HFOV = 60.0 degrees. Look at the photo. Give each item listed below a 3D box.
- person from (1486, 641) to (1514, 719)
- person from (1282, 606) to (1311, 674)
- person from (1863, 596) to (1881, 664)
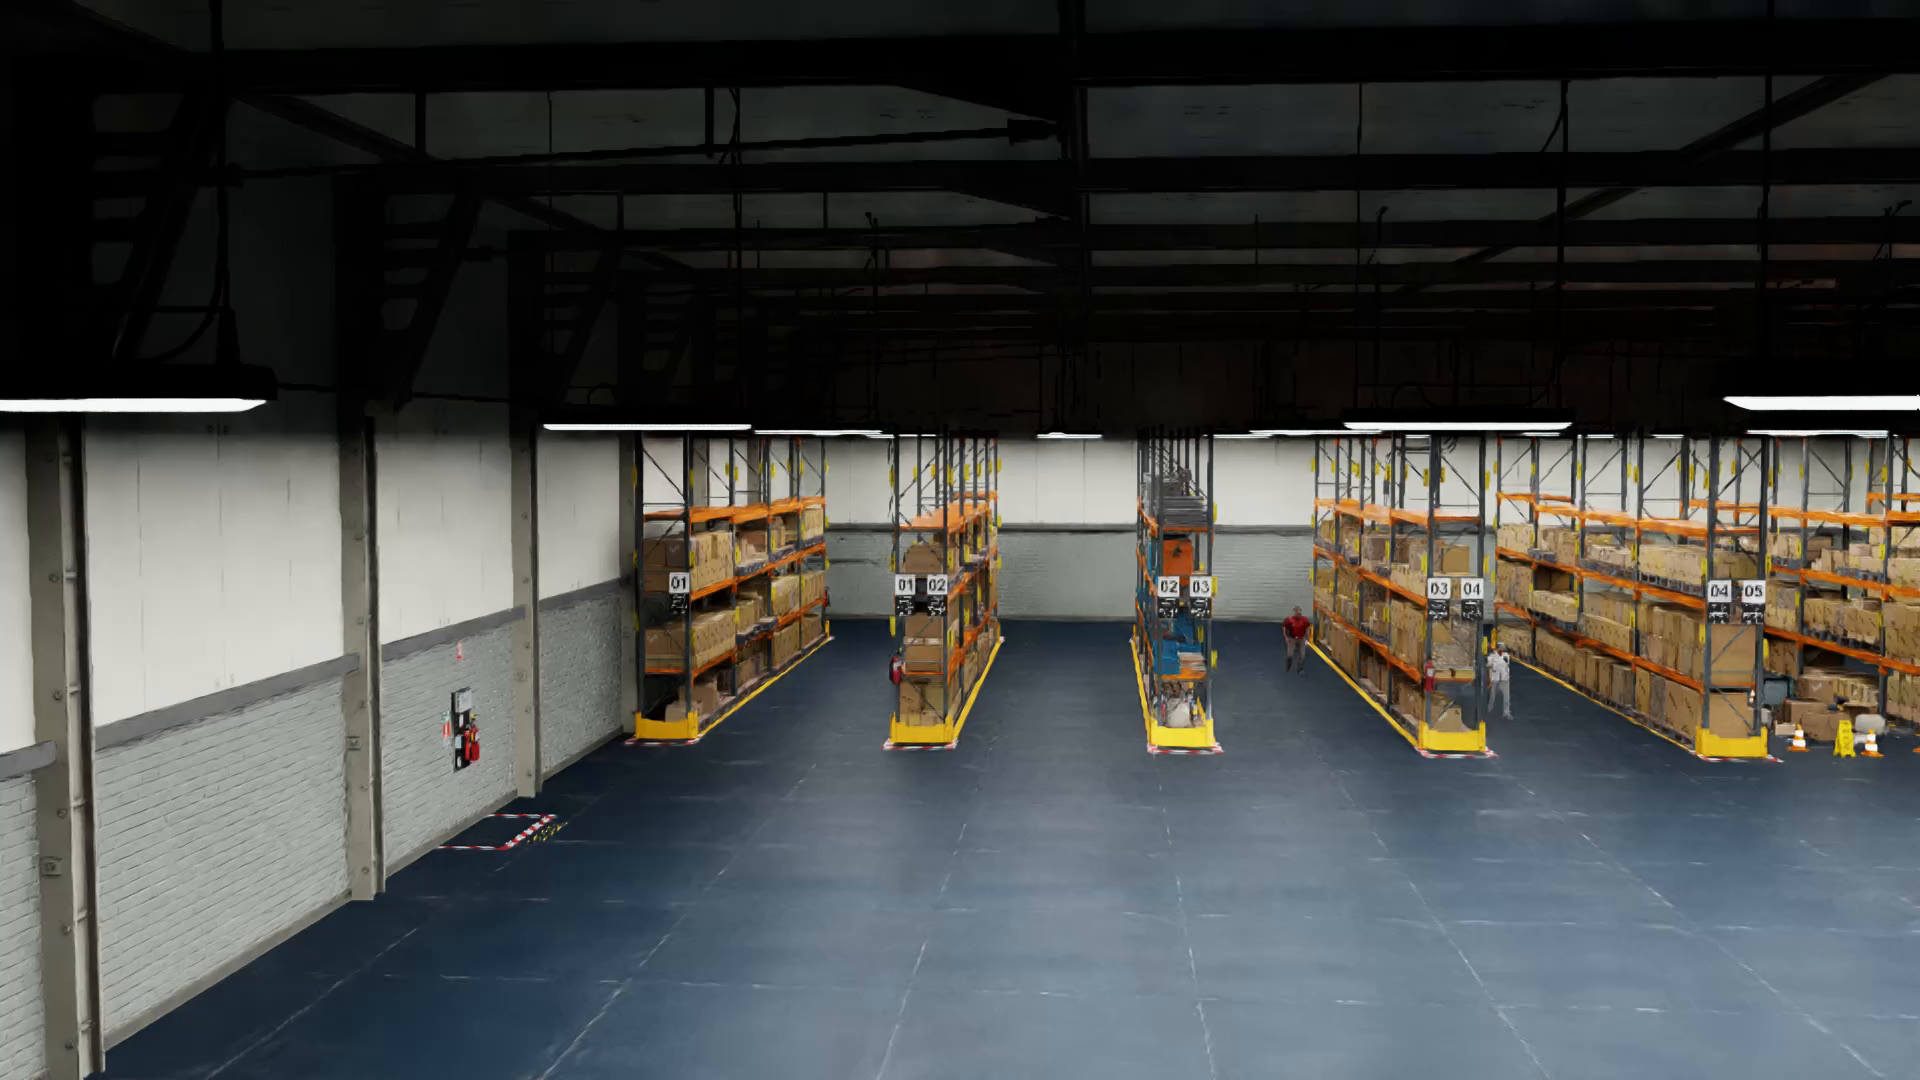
[{"bbox_3d":[11.101,2.858,34.275,0.497,1.583,1.090,0,3,7],"label":"person"},{"bbox_3d":[8.225,2.447,40.658,0.682,1.676,0.529,0,3,3],"label":"person"},{"bbox_3d":[23.270,2.292,42.195,0.573,1.764,0.681,1,4,20],"label":"person"}]
